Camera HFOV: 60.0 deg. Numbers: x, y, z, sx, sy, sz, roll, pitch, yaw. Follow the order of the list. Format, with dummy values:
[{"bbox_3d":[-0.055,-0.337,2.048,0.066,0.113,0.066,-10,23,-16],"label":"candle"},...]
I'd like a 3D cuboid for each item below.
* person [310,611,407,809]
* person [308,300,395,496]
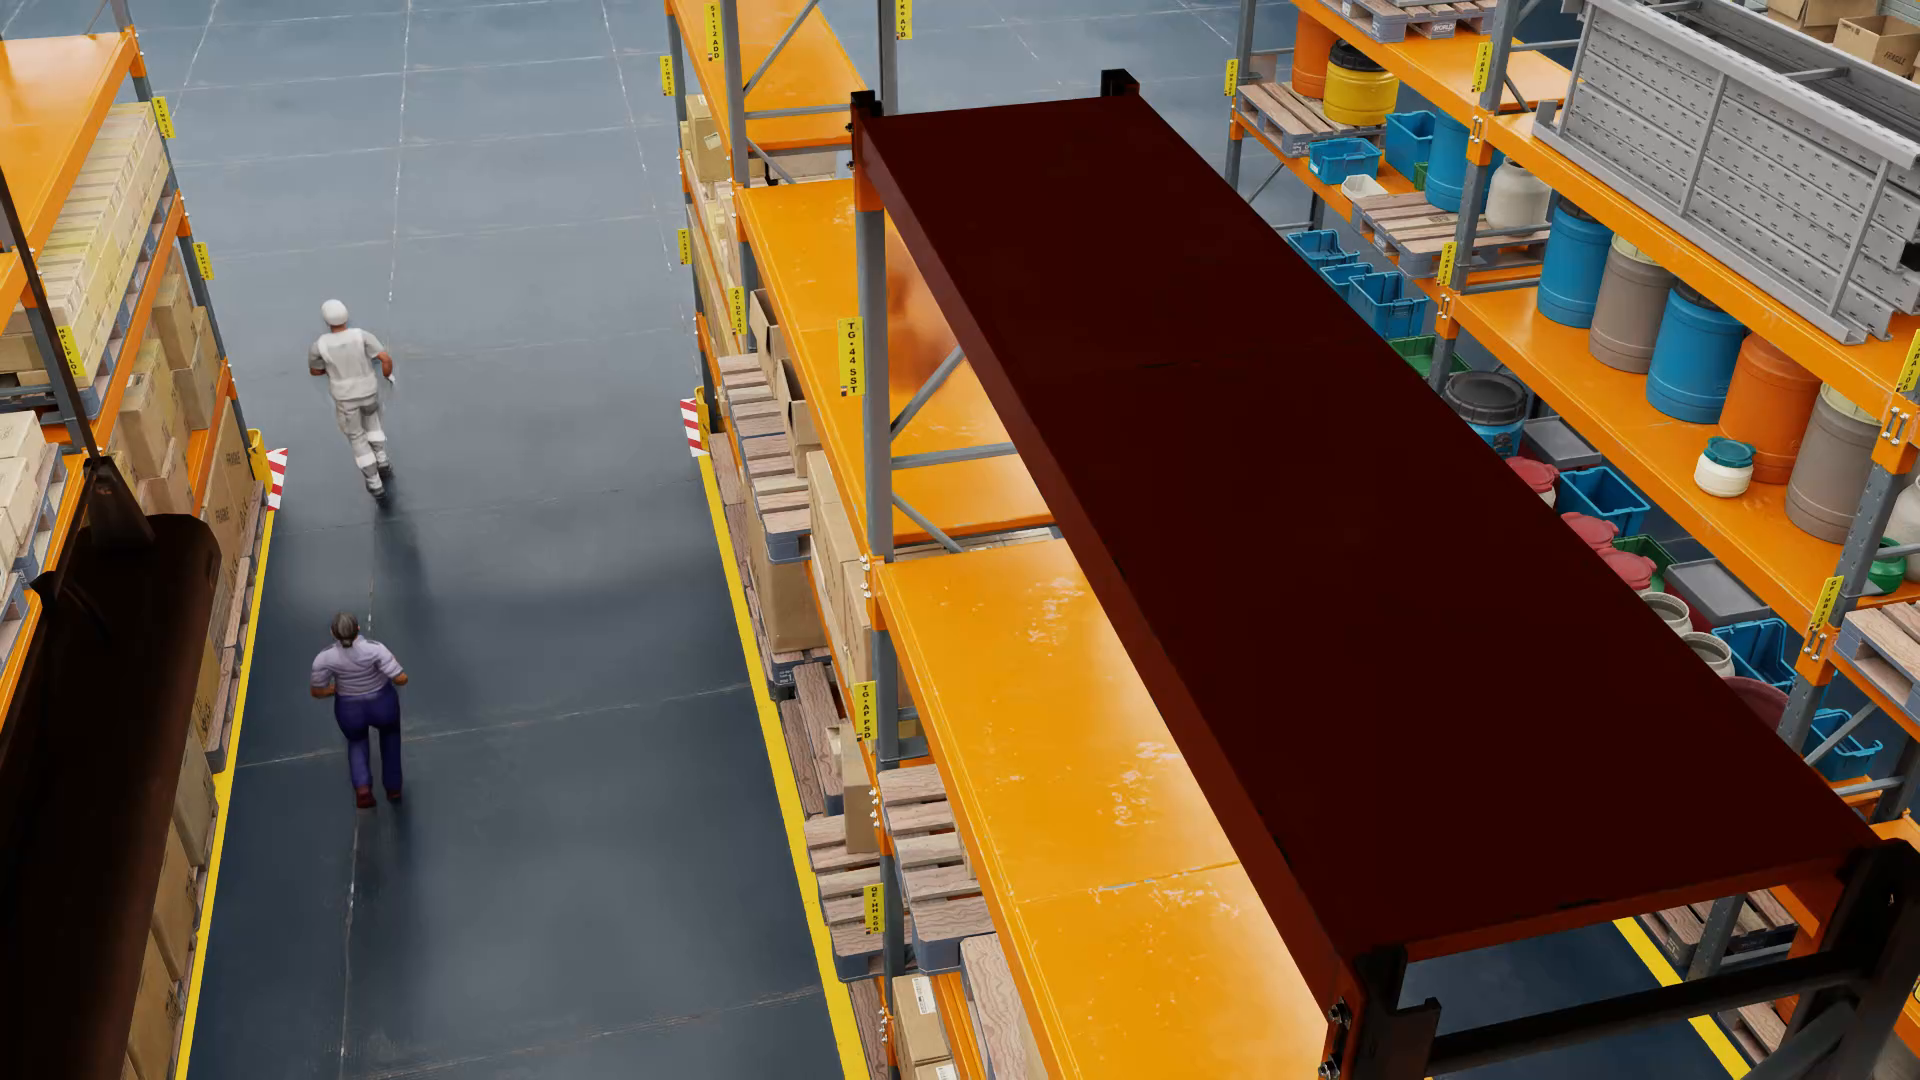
[{"bbox_3d":[-3.940,1.119,11.050,0.605,1.593,0.558,-9,35,-12],"label":"person"},{"bbox_3d":[-5.197,-1.242,14.330,0.645,1.841,0.767,-19,39,-26],"label":"person"}]
